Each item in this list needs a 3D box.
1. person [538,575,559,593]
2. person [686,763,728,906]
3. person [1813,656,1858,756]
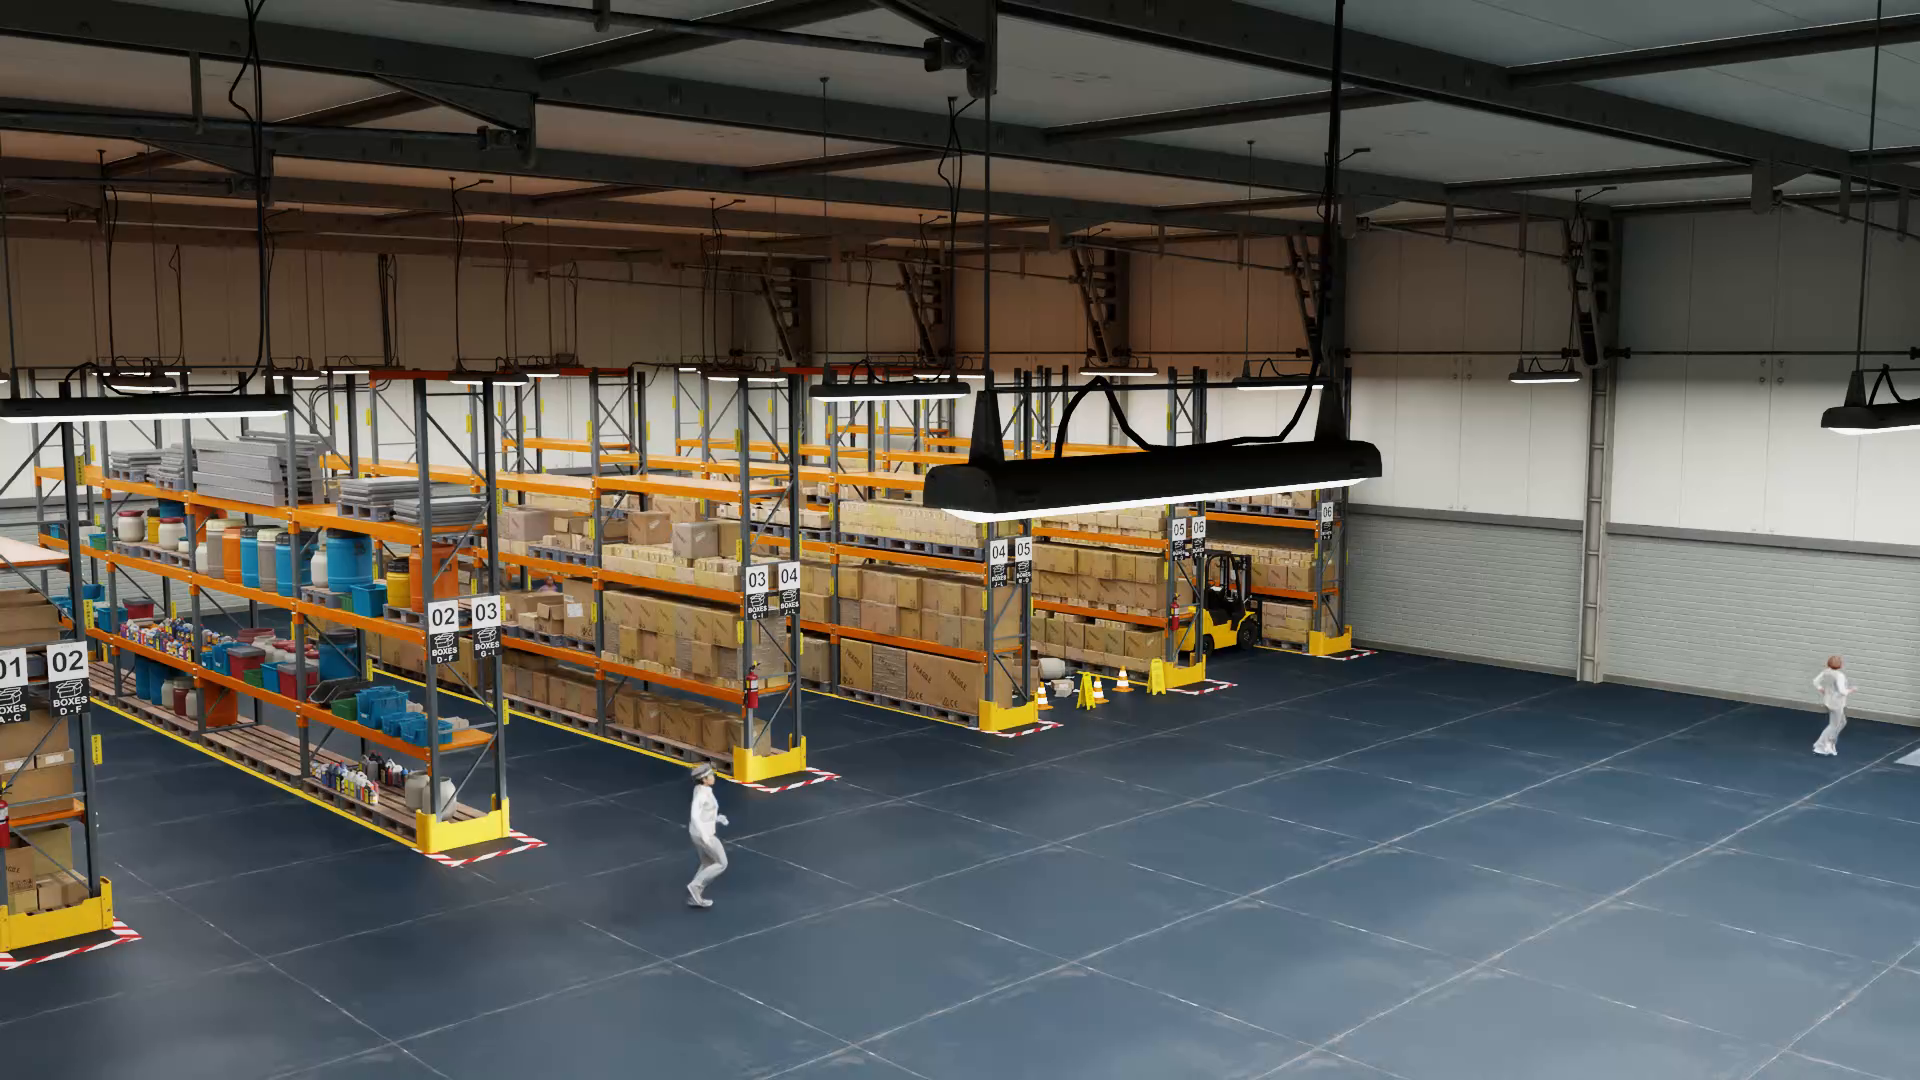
[{"bbox_3d":[-8.747,1.534,35.466,0.512,1.591,0.664,-6,9,-44],"label":"person"},{"bbox_3d":[-2.893,3.364,19.034,0.534,1.663,0.628,-2,7,-19],"label":"person"},{"bbox_3d":[13.712,2.605,26.052,0.635,1.614,0.514,0,6,0],"label":"person"}]
